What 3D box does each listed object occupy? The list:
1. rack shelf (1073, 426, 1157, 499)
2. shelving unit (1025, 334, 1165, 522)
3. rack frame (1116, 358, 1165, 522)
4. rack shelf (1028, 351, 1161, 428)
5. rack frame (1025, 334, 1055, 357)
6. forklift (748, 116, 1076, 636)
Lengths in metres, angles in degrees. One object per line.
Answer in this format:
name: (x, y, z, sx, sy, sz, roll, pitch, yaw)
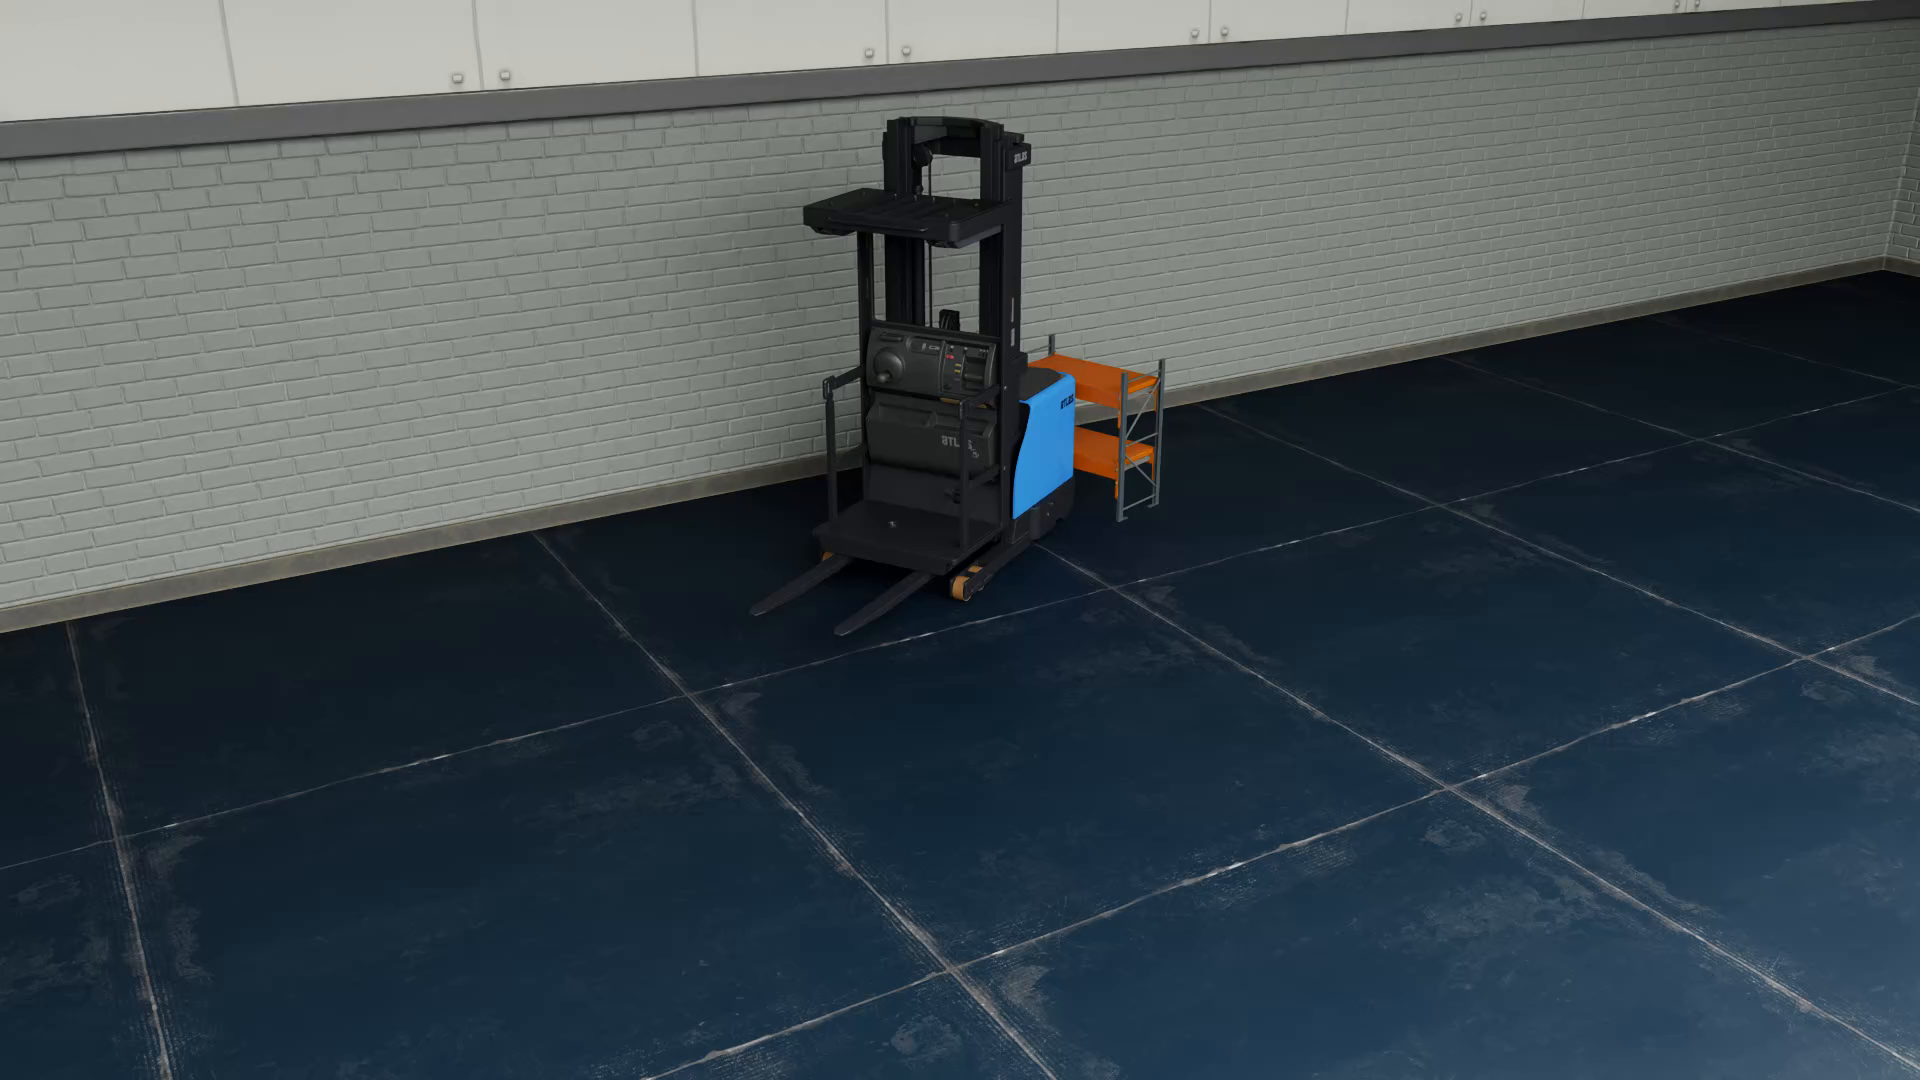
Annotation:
rack shelf: (0.933, -0.626, 12.506, 1.000, 0.278, 0.538, 18, 28, 38)
shelving unit: (0.933, -0.852, 12.414, 1.048, 1.125, 0.538, 18, 28, 38)
rack frame: (1.315, -0.726, 12.104, 0.032, 1.125, 0.500, 18, 28, 38)
rack shelf: (0.933, -1.123, 12.304, 1.000, 0.278, 0.538, 18, 28, 38)
rack frame: (0.550, -0.978, 12.725, 0.032, 1.125, 0.500, 18, 28, 38)
forklift: (-0.290, -1.150, 10.749, 1.130, 2.935, 3.031, 11, 25, 26)
